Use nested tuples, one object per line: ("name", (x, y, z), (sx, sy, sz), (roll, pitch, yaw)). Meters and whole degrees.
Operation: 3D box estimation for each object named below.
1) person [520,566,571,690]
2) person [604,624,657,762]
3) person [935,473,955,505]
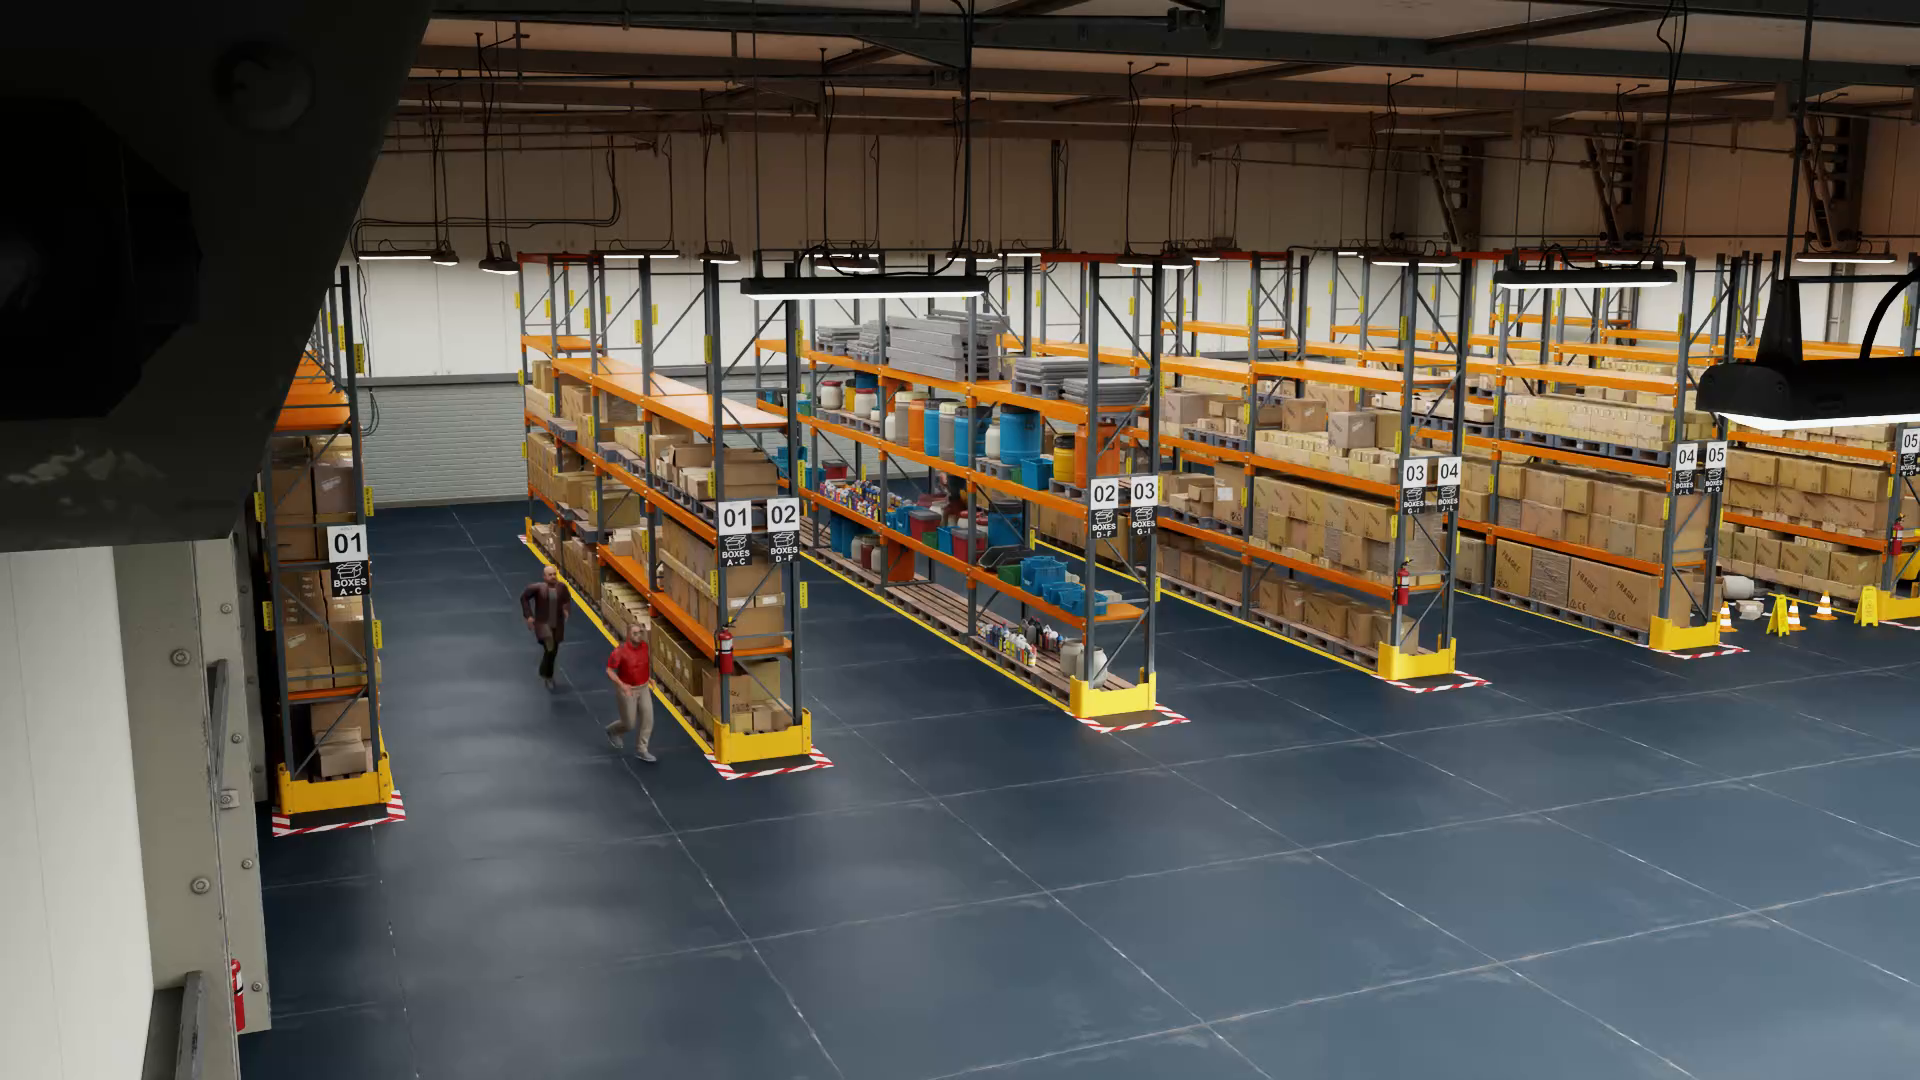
("person", (-5.821, 1.232, 23.514), (0.651, 1.791, 0.888), (-8, 13, -36))
("person", (-4.014, 1.840, 20.301), (0.769, 1.688, 0.684), (9, 14, 41))
("person", (-0.305, -0.462, 32.821), (0.629, 1.754, 0.813), (-7, 13, -35))
